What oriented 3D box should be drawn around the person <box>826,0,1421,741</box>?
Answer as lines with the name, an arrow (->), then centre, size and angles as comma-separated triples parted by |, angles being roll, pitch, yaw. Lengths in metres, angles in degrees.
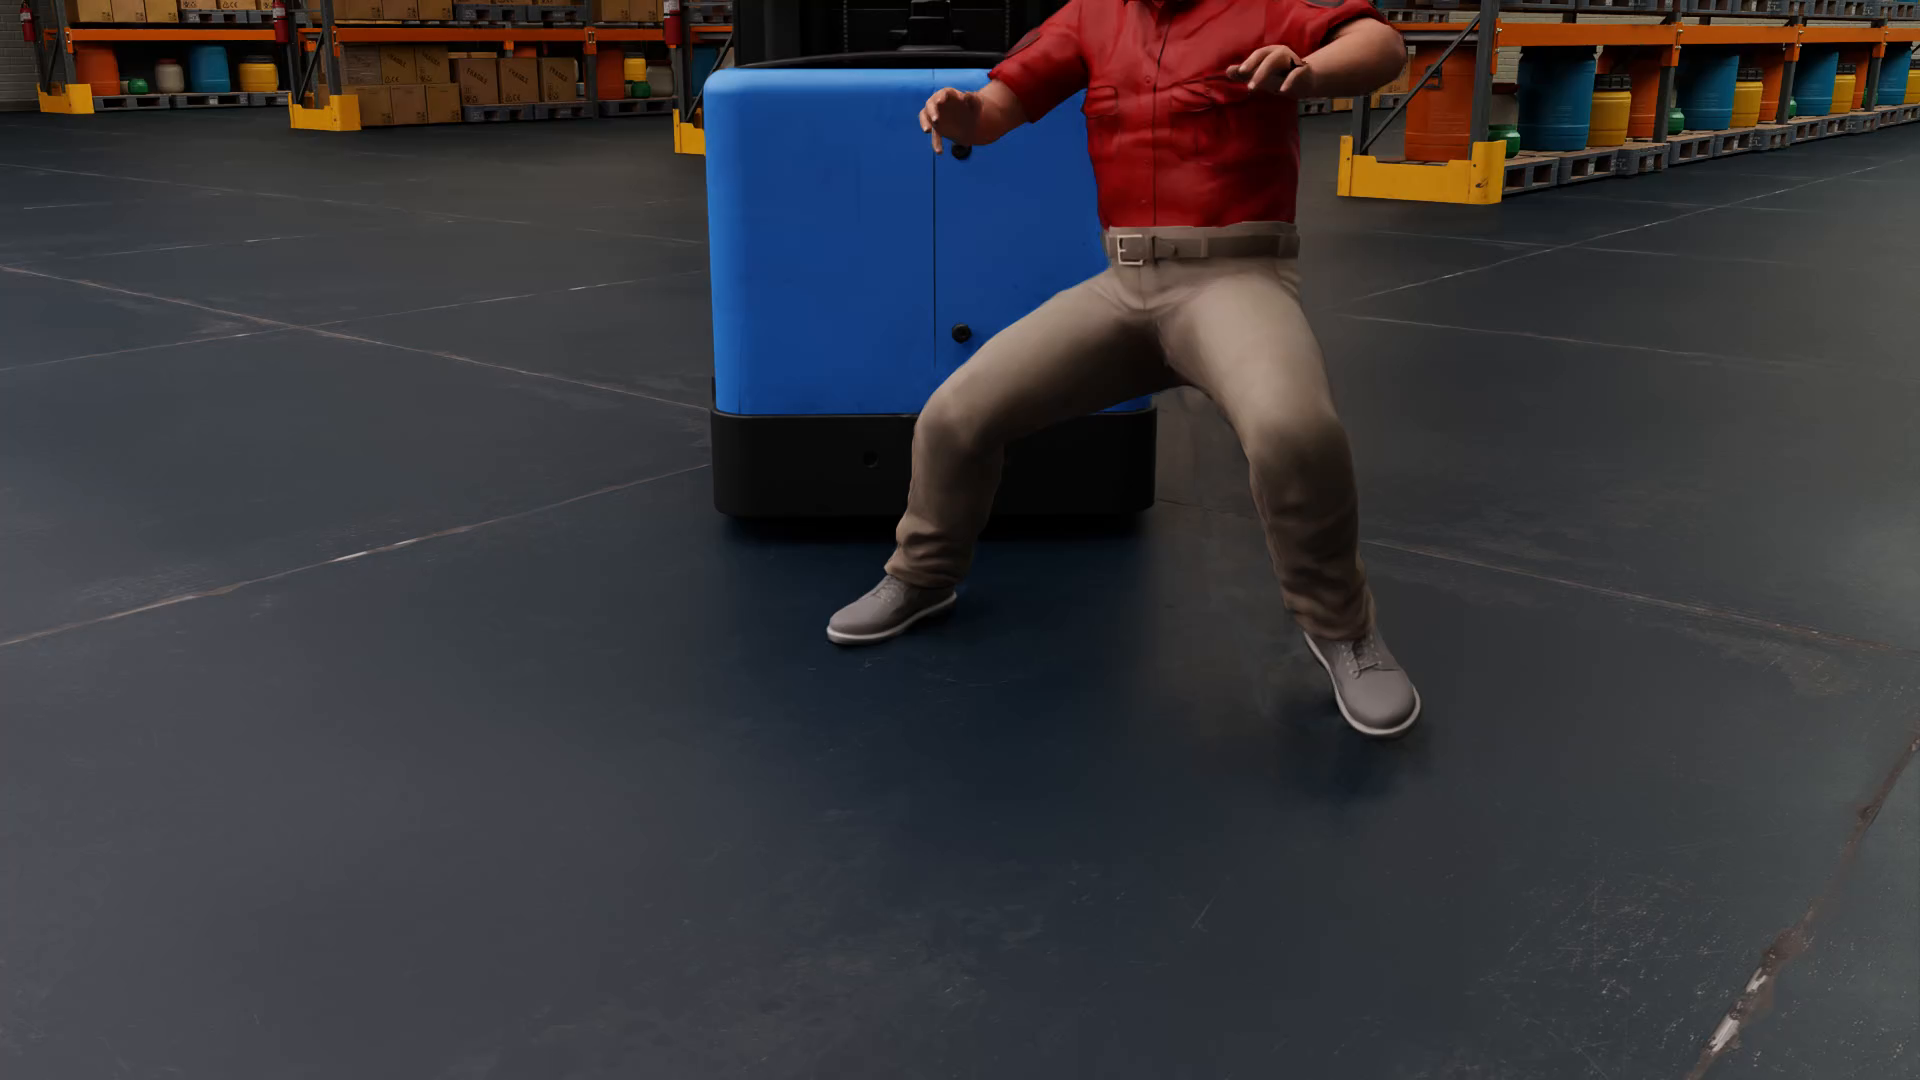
person -> 0.297, -0.458, 2.894 | 0.706, 1.490, 1.138 | -16, 23, -42

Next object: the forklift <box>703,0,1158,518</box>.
forklift -> -0.113, -1.829, 4.922 | 1.130, 2.935, 3.031 | -1, 17, -2
